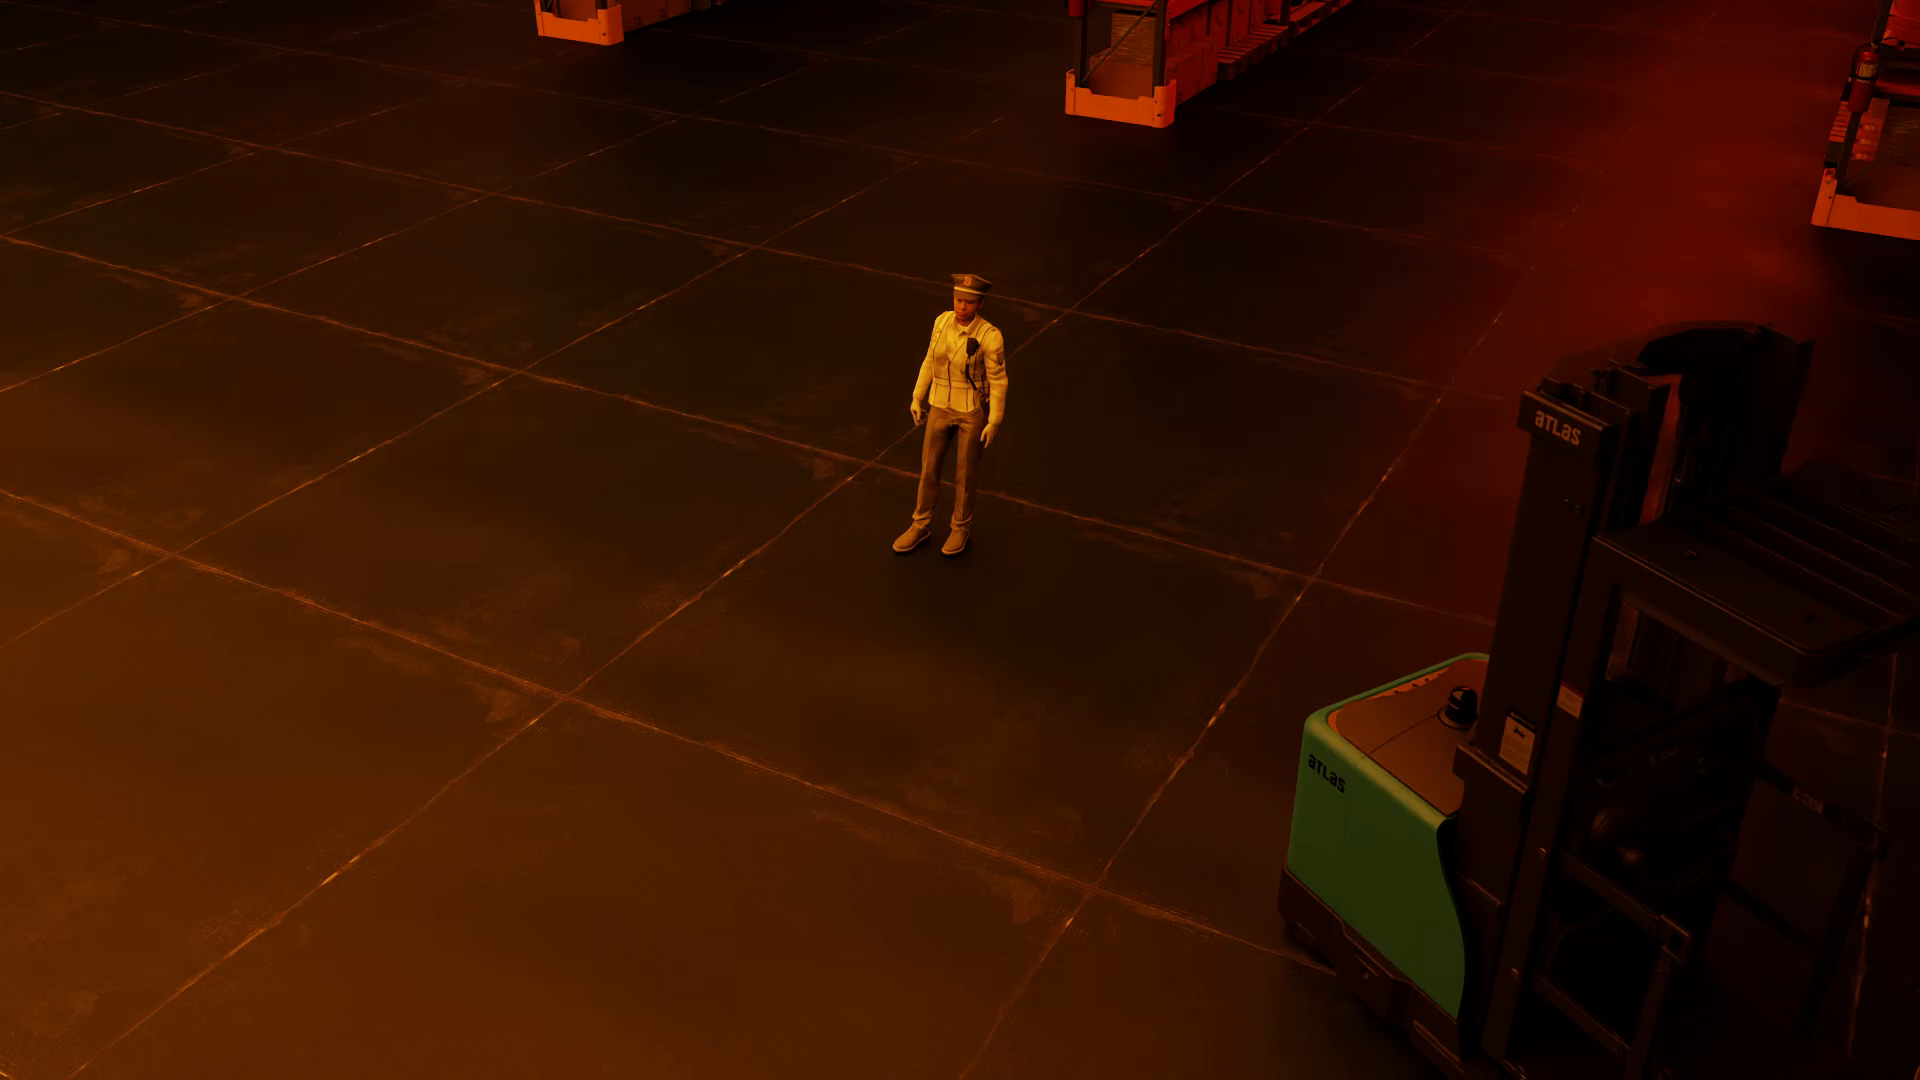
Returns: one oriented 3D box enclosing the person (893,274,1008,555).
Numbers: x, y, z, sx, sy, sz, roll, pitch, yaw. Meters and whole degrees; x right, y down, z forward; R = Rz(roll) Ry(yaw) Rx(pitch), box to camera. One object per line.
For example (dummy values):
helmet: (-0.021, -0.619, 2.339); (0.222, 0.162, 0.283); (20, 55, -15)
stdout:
person: (-0.039, -0.712, 9.527); (0.588, 1.695, 0.531); (15, 33, 25)

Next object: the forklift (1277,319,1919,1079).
forklift: (2.537, 0.874, 5.557); (1.130, 2.935, 3.031); (-16, 34, -26)
